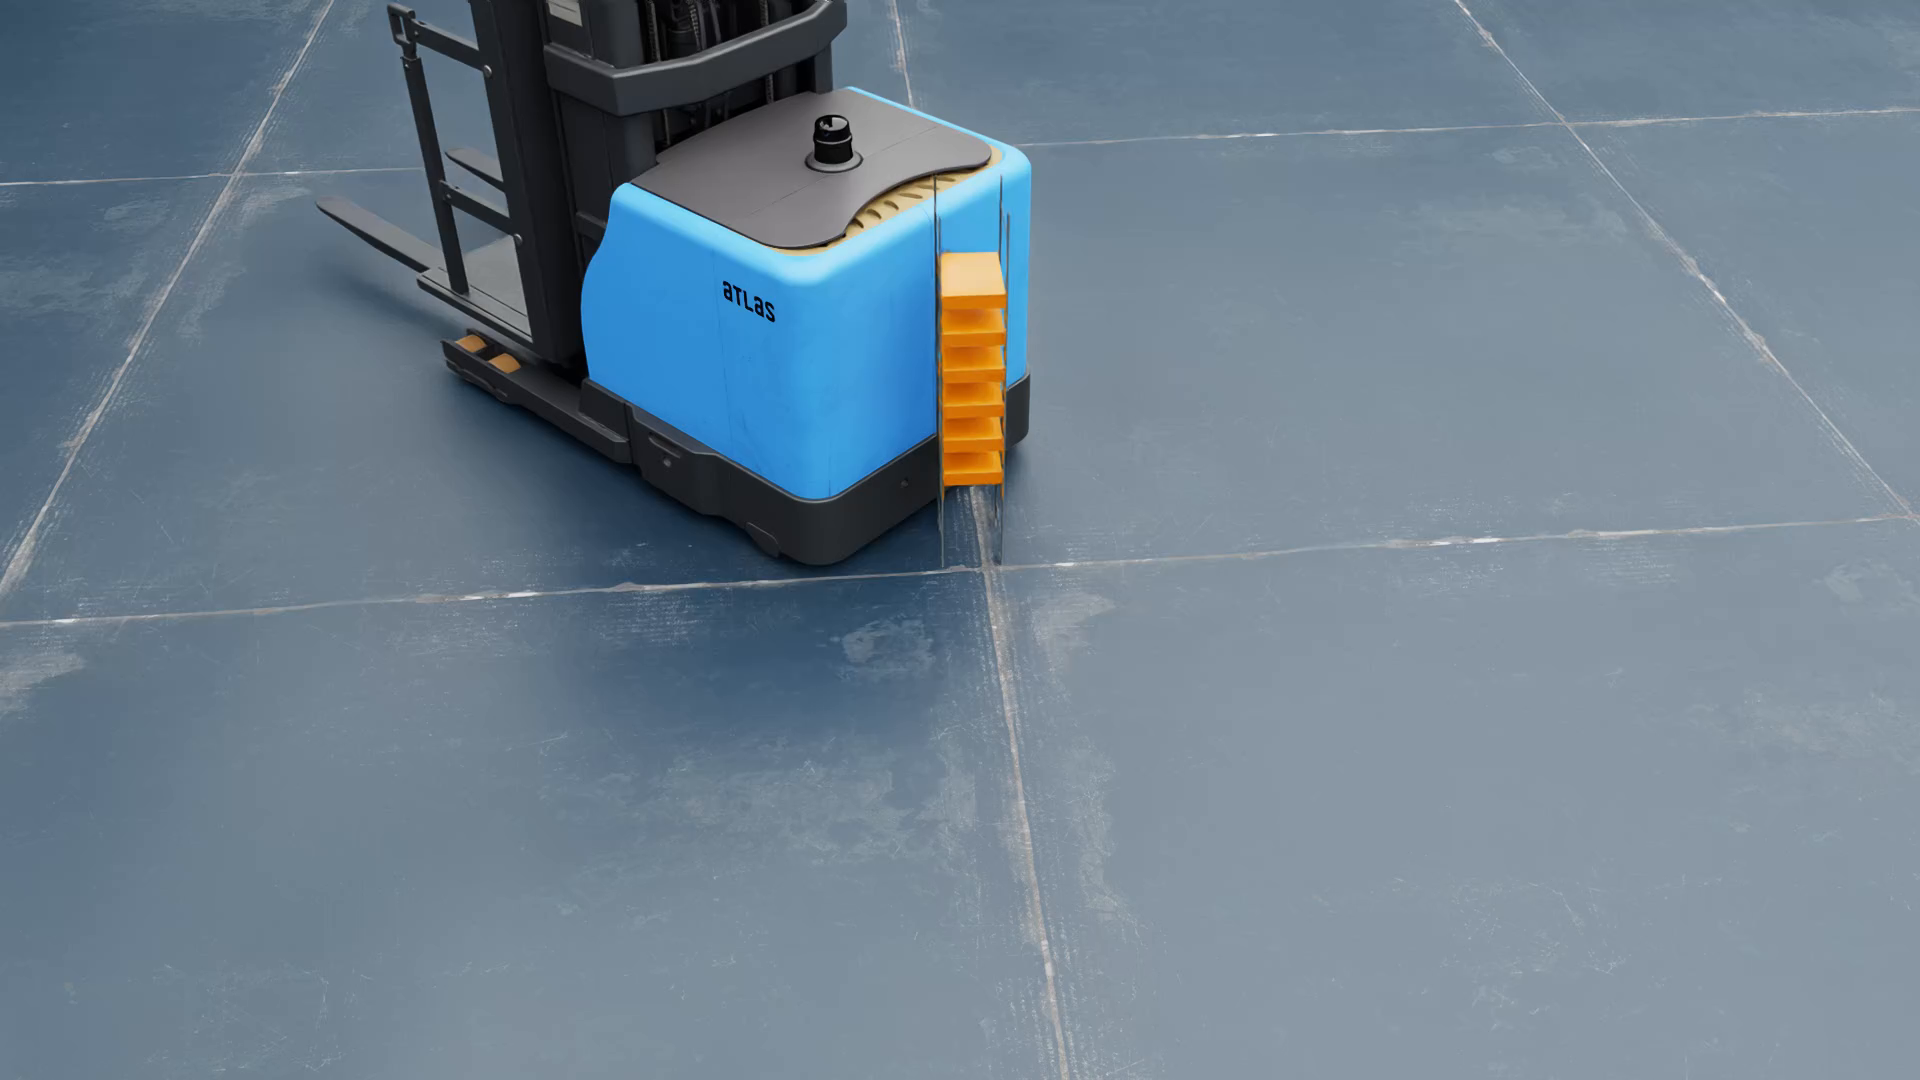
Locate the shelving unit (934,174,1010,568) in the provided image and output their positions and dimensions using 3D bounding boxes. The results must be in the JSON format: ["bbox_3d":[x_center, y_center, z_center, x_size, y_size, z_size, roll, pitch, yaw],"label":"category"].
[{"bbox_3d":[0.030,-0.462,4.866,0.189,1.200,0.258,-3,38,-3],"label":"shelving unit"}]

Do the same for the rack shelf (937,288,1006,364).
[{"bbox_3d":[0.030,-0.615,4.745,0.180,0.103,0.258,-3,38,-3],"label":"rack shelf"}]

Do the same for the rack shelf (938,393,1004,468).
[{"bbox_3d":[0.030,-0.333,4.968,0.180,0.103,0.258,-3,38,-3],"label":"rack shelf"}]

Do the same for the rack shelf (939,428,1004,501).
[{"bbox_3d":[0.030,-0.239,5.043,0.180,0.103,0.258,-3,38,-3],"label":"rack shelf"}]

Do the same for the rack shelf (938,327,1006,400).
[{"bbox_3d":[0.030,-0.521,4.819,0.180,0.103,0.258,-3,38,-3],"label":"rack shelf"}]

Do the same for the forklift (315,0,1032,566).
[{"bbox_3d":[-1.206,-1.819,5.260,3.031,2.843,1.129,29,47,31],"label":"forklift"}]

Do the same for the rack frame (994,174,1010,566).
[{"bbox_3d":[0.122,-0.466,4.871,0.006,1.200,0.240,-3,38,-3],"label":"rack frame"}]

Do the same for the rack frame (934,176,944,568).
[{"bbox_3d":[-0.061,-0.458,4.861,0.006,1.200,0.240,-3,38,-3],"label":"rack frame"}]
